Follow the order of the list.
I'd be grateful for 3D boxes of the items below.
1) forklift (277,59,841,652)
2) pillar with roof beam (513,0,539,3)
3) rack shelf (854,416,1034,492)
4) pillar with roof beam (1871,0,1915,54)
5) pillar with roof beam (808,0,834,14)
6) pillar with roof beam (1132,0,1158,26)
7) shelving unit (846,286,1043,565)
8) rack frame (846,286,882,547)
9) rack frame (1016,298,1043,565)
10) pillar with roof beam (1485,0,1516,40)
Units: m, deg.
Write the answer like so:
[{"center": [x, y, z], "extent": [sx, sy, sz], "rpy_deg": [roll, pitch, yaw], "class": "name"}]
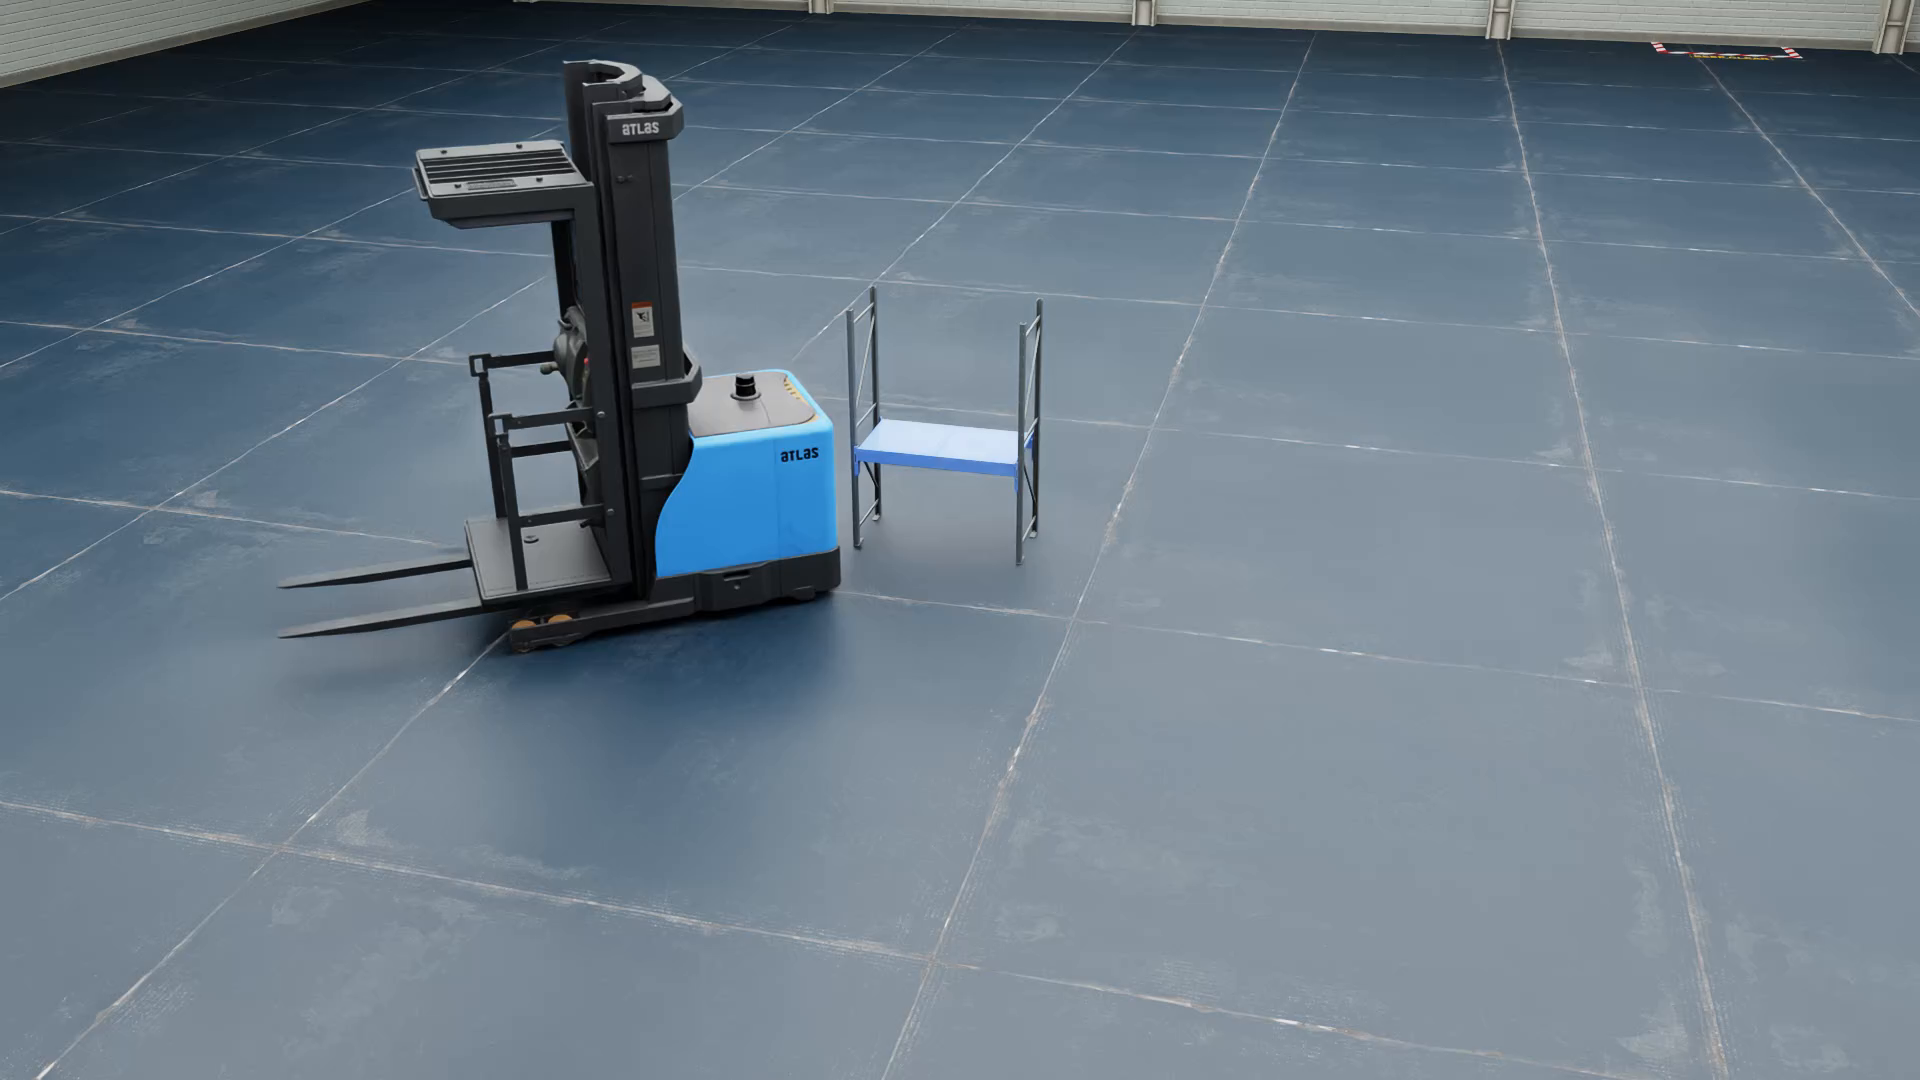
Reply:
[{"center": [-2.257, -0.976, 8.890], "extent": [3.031, 2.935, 1.130], "rpy_deg": [-9, 27, -18], "class": "forklift"}, {"center": [-9.441, -12.668, 26.389], "extent": [0.400, 9.000, 9.100], "rpy_deg": [6, 26, 13], "class": "pillar with roof beam"}, {"center": [-0.083, -0.524, 10.024], "extent": [1.000, 0.185, 0.538], "rpy_deg": [6, 26, 13], "class": "rack shelf"}, {"center": [13.803, -10.098, 20.993], "extent": [0.400, 9.000, 9.100], "rpy_deg": [6, 26, 13], "class": "pillar with roof beam"}, {"center": [-3.630, -12.025, 25.040], "extent": [0.400, 9.000, 9.100], "rpy_deg": [6, 26, 13], "class": "pillar with roof beam"}, {"center": [2.181, -11.383, 23.691], "extent": [0.400, 9.000, 9.100], "rpy_deg": [6, 26, 13], "class": "pillar with roof beam"}, {"center": [-0.083, -0.686, 9.947], "extent": [1.048, 1.500, 0.538], "rpy_deg": [6, 26, 13], "class": "shelving unit"}, {"center": [-0.575, -0.741, 10.061], "extent": [0.032, 1.500, 0.500], "rpy_deg": [6, 26, 13], "class": "rack frame"}, {"center": [0.410, -0.632, 9.832], "extent": [0.032, 1.500, 0.500], "rpy_deg": [6, 26, 13], "class": "rack frame"}, {"center": [7.992, -10.741, 22.342], "extent": [0.400, 9.000, 9.100], "rpy_deg": [6, 26, 13], "class": "pillar with roof beam"}]
